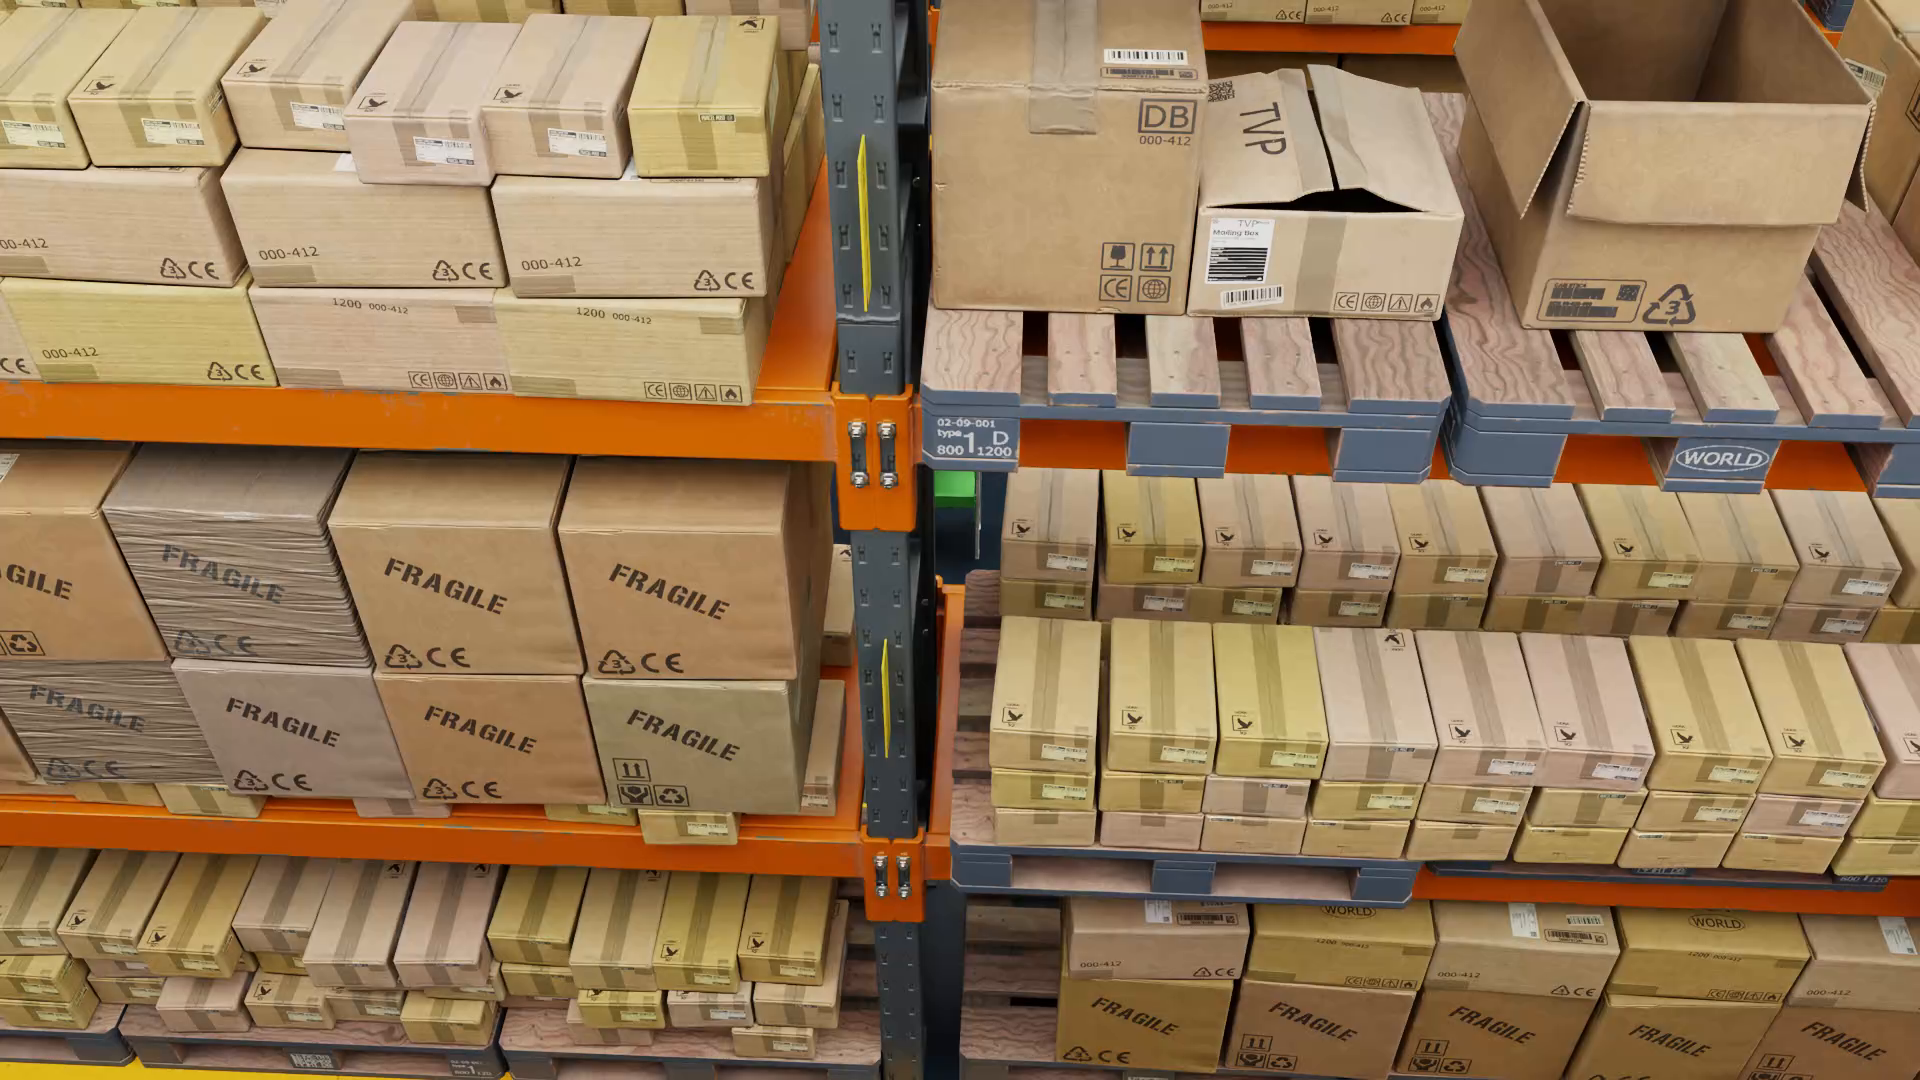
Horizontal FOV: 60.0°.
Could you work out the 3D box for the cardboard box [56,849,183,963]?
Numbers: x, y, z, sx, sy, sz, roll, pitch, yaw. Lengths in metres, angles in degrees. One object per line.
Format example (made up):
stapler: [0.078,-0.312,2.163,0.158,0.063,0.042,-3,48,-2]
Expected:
cardboard box: [-2.593,1.114,5.201,0.250,0.149,0.380,3,43,4]

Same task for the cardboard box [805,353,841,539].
cardboard box: [-0.600,-0.362,4.412,0.500,0.500,0.500,3,43,3]

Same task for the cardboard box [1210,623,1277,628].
cardboard box: [0.754,0.162,4.752,0.250,0.149,0.380,2,43,2]

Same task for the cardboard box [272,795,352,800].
cardboard box: [-1.764,0.533,4.662,0.250,0.149,0.380,1,43,1]

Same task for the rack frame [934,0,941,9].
rack frame: [-0.039,-3.044,8.317,0.127,3.000,1.000,2,43,2]

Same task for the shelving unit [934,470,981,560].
shelving unit: [-0.165,-0.444,6.846,0.503,1.200,0.258,2,43,2]

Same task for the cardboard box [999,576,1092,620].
cardboard box: [0.246,0.037,4.668,0.250,0.149,0.380,3,43,3]

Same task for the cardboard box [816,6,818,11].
cardboard box: [-0.513,-2.921,8.112,0.500,0.500,0.500,2,43,2]

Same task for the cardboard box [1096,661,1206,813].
cardboard box: [0.471,0.491,4.180,0.250,0.149,0.380,1,43,1]

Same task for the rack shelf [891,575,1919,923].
rack shelf: [1.837,0.654,4.875,4.000,0.370,1.077,2,43,2]

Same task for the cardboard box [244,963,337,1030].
cardboard box: [-2.102,1.369,5.364,0.250,0.149,0.380,2,43,2]

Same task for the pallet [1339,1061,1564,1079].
pallet: [1.839,1.408,5.583,1.213,0.211,1.003,2,43,2]

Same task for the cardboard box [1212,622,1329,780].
cardboard box: [0.747,0.389,4.071,0.250,0.149,0.380,2,43,2]

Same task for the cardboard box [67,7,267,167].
cardboard box: [-1.527,-0.892,3.257,0.250,0.149,0.380,0,43,0]

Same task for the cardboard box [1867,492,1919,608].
cardboard box: [2.604,0.001,4.488,0.250,0.149,0.380,0,43,0]

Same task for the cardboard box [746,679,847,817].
cardboard box: [-0.456,0.572,4.620,0.250,0.149,0.380,1,43,1]

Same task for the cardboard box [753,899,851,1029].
cardboard box: [-0.490,1.317,5.201,0.250,0.149,0.380,3,43,3]

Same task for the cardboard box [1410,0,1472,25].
cardboard box: [2.427,-2.737,8.097,0.500,0.250,0.500,1,43,1]

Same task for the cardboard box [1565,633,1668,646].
cardboard box: [1.813,0.191,4.720,0.250,0.149,0.380,0,43,1]

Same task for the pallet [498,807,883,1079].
pallet: [-0.833,1.353,5.642,1.213,0.211,1.003,2,43,2]

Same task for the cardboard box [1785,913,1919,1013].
cardboard box: [2.635,1.088,4.857,0.500,0.250,0.500,2,43,3]

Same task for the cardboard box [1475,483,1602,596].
cardboard box: [1.551,-0.030,4.521,0.250,0.149,0.380,0,43,0]

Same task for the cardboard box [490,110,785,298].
cardboard box: [-0.633,-0.737,3.383,0.500,0.250,0.500,0,43,0]

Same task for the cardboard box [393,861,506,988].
cardboard box: [-1.564,1.178,5.132,0.250,0.149,0.380,0,43,0]

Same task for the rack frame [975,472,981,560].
rack frame: [0.078,-0.437,6.838,0.015,1.200,0.240,2,43,2]

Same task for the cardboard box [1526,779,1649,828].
cardboard box: [1.523,0.521,4.148,0.250,0.149,0.380,1,43,1]

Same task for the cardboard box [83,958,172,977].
cardboard box: [-2.604,1.198,5.329,0.250,0.149,0.380,0,43,0]

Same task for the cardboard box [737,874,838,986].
cardboard box: [-0.528,1.168,5.143,0.250,0.149,0.380,3,43,3]

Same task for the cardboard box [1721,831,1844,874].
cardboard box: [2.041,0.646,4.233,0.250,0.149,0.380,3,43,3]

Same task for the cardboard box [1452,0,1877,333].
cardboard box: [1.377,-0.823,3.348,0.637,0.503,0.797,1,43,1]

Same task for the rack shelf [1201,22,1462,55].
rack shelf: [1.959,-2.720,8.497,4.000,0.370,1.077,2,43,2]

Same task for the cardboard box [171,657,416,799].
cardboard box: [-1.672,0.329,4.405,0.500,0.500,0.500,2,43,2]

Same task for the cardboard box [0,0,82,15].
cardboard box: [-2.013,-1.288,3.682,0.250,0.149,0.380,1,43,1]

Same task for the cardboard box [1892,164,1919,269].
cardboard box: [2.254,-0.551,3.367,0.500,0.500,0.500,2,43,2]

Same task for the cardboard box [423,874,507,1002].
cardboard box: [-1.530,1.252,5.271,0.250,0.149,0.380,3,43,3]

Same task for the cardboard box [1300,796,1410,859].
cardboard box: [0.990,0.616,4.264,0.250,0.149,0.380,2,43,2]

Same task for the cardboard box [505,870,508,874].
cardboard box: [-1.552,1.050,5.705,0.250,0.149,0.380,0,43,0]

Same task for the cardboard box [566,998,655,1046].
cardboard box: [-1.090,1.410,5.319,0.250,0.149,0.380,0,43,0]

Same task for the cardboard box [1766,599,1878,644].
cardboard box: [2.323,0.102,4.598,0.250,0.149,0.380,2,43,2]

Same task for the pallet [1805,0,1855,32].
pallet: [4.674,-2.902,8.305,1.003,0.211,1.213,2,43,2]

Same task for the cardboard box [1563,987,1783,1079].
cardboard box: [2.119,1.347,5.129,0.500,0.500,0.500,0,43,0]

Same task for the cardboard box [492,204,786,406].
cardboard box: [-0.663,-0.544,3.543,0.500,0.250,0.500,3,43,3]

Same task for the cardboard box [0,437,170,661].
cardboard box: [-2.188,-0.054,4.083,0.500,0.500,0.500,1,43,1]

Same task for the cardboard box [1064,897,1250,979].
cardboard box: [0.566,1.019,4.931,0.500,0.250,0.500,0,43,0]

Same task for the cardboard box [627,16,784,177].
cardboard box: [-0.485,-0.865,3.228,0.250,0.149,0.380,0,43,0]

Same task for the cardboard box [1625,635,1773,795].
cardboard box: [1.774,0.420,4.038,0.250,0.149,0.380,3,43,3]

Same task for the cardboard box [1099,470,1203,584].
cardboard box: [0.518,-0.063,4.557,0.250,0.149,0.380,1,43,1]

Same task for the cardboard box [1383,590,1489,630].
cardboard box: [1.290,0.068,4.635,0.250,0.149,0.380,0,43,0]
